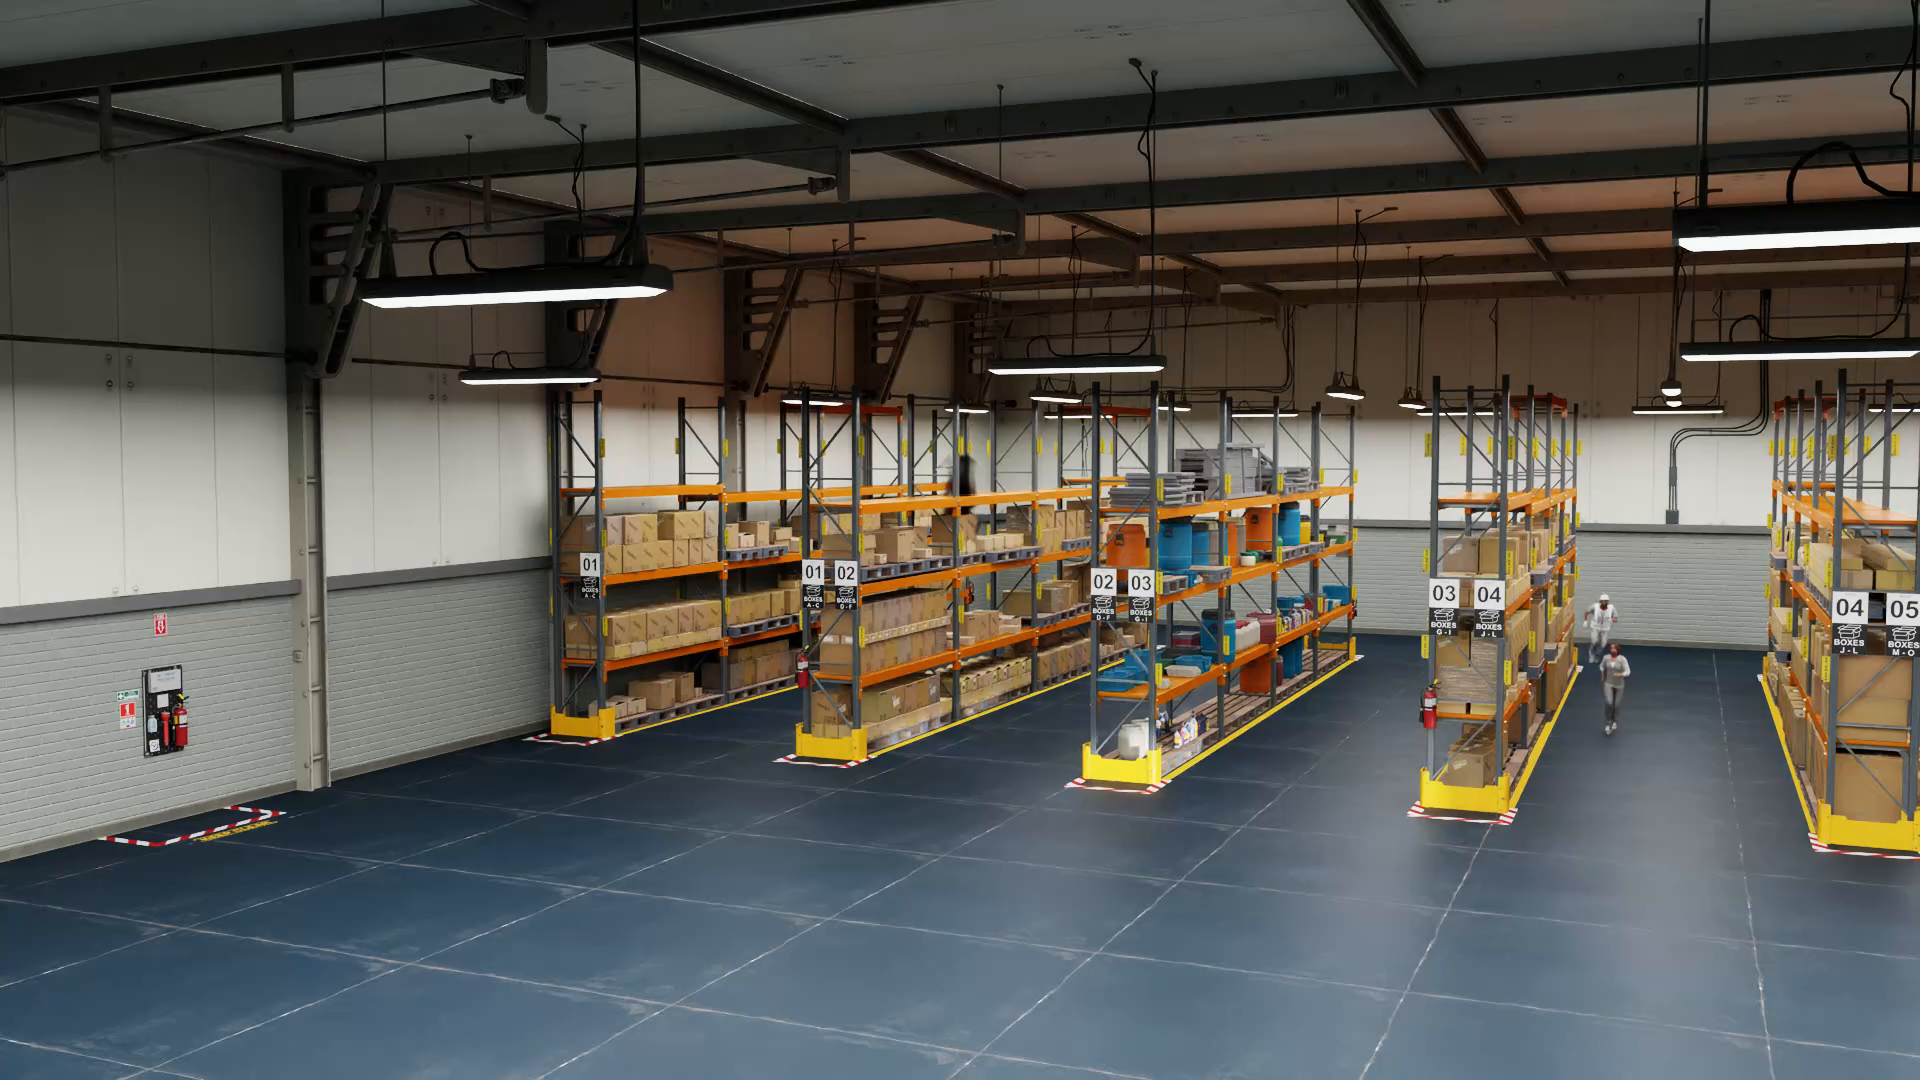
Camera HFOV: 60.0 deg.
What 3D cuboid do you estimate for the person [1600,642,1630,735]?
[{"bbox_3d":[11.465,2.584,29.128,0.492,1.600,0.685,1,3,21],"label":"person"}]

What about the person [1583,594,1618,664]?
[{"bbox_3d":[14.850,2.056,38.533,0.704,1.638,0.859,0,3,8],"label":"person"}]
